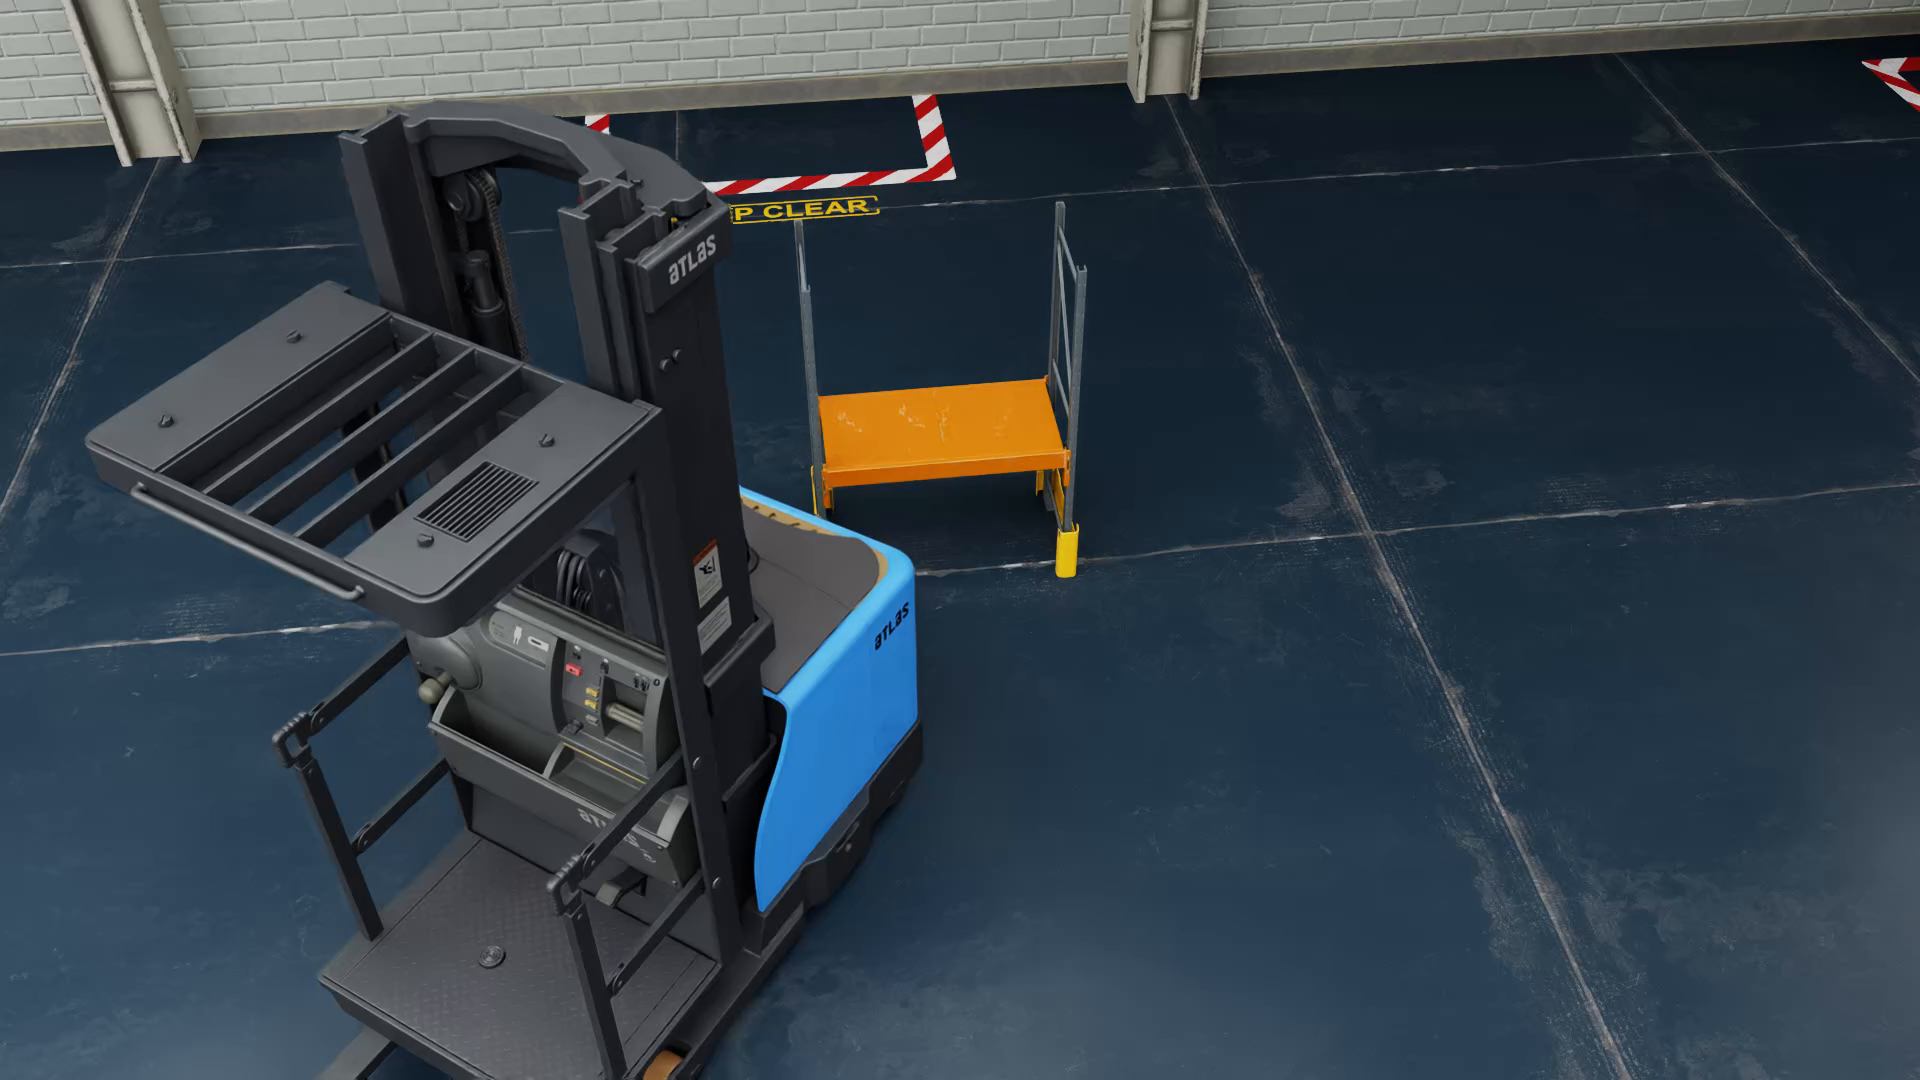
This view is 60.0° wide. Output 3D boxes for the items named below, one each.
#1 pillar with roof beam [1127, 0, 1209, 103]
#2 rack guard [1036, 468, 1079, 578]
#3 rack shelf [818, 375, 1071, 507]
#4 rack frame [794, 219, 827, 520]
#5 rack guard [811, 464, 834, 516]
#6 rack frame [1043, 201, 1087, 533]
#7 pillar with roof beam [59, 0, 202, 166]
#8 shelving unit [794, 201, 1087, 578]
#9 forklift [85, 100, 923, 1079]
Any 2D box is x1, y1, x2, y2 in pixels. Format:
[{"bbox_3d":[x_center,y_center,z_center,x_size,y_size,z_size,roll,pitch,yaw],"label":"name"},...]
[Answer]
[{"bbox_3d":[1.817,-3.292,4.181,0.400,9.000,9.100,-5,42,-6],"label":"pillar with roof beam"},{"bbox_3d":[0.418,-0.129,7.207,0.087,0.250,0.587,-5,42,-6],"label":"rack guard"},{"bbox_3d":[-0.085,-0.416,6.860,1.000,0.185,0.538,-5,42,-6],"label":"rack shelf"},{"bbox_3d":[-0.589,-0.505,6.691,0.032,1.500,0.500,-5,42,-6],"label":"rack frame"},{"bbox_3d":[-0.569,-0.043,7.111,0.087,0.250,0.587,-5,42,-6],"label":"rack guard"},{"bbox_3d":[0.419,-0.594,6.788,0.032,1.500,0.500,-5,42,-6],"label":"rack frame"},{"bbox_3d":[-4.132,-2.770,3.603,0.400,9.000,9.100,-5,42,-6],"label":"pillar with roof beam"},{"bbox_3d":[-0.076,-0.550,6.740,1.083,1.500,0.587,-5,42,-6],"label":"shelving unit"},{"bbox_3d":[-1.315,0.450,4.562,1.130,2.935,3.031,21,46,22],"label":"forklift"}]
